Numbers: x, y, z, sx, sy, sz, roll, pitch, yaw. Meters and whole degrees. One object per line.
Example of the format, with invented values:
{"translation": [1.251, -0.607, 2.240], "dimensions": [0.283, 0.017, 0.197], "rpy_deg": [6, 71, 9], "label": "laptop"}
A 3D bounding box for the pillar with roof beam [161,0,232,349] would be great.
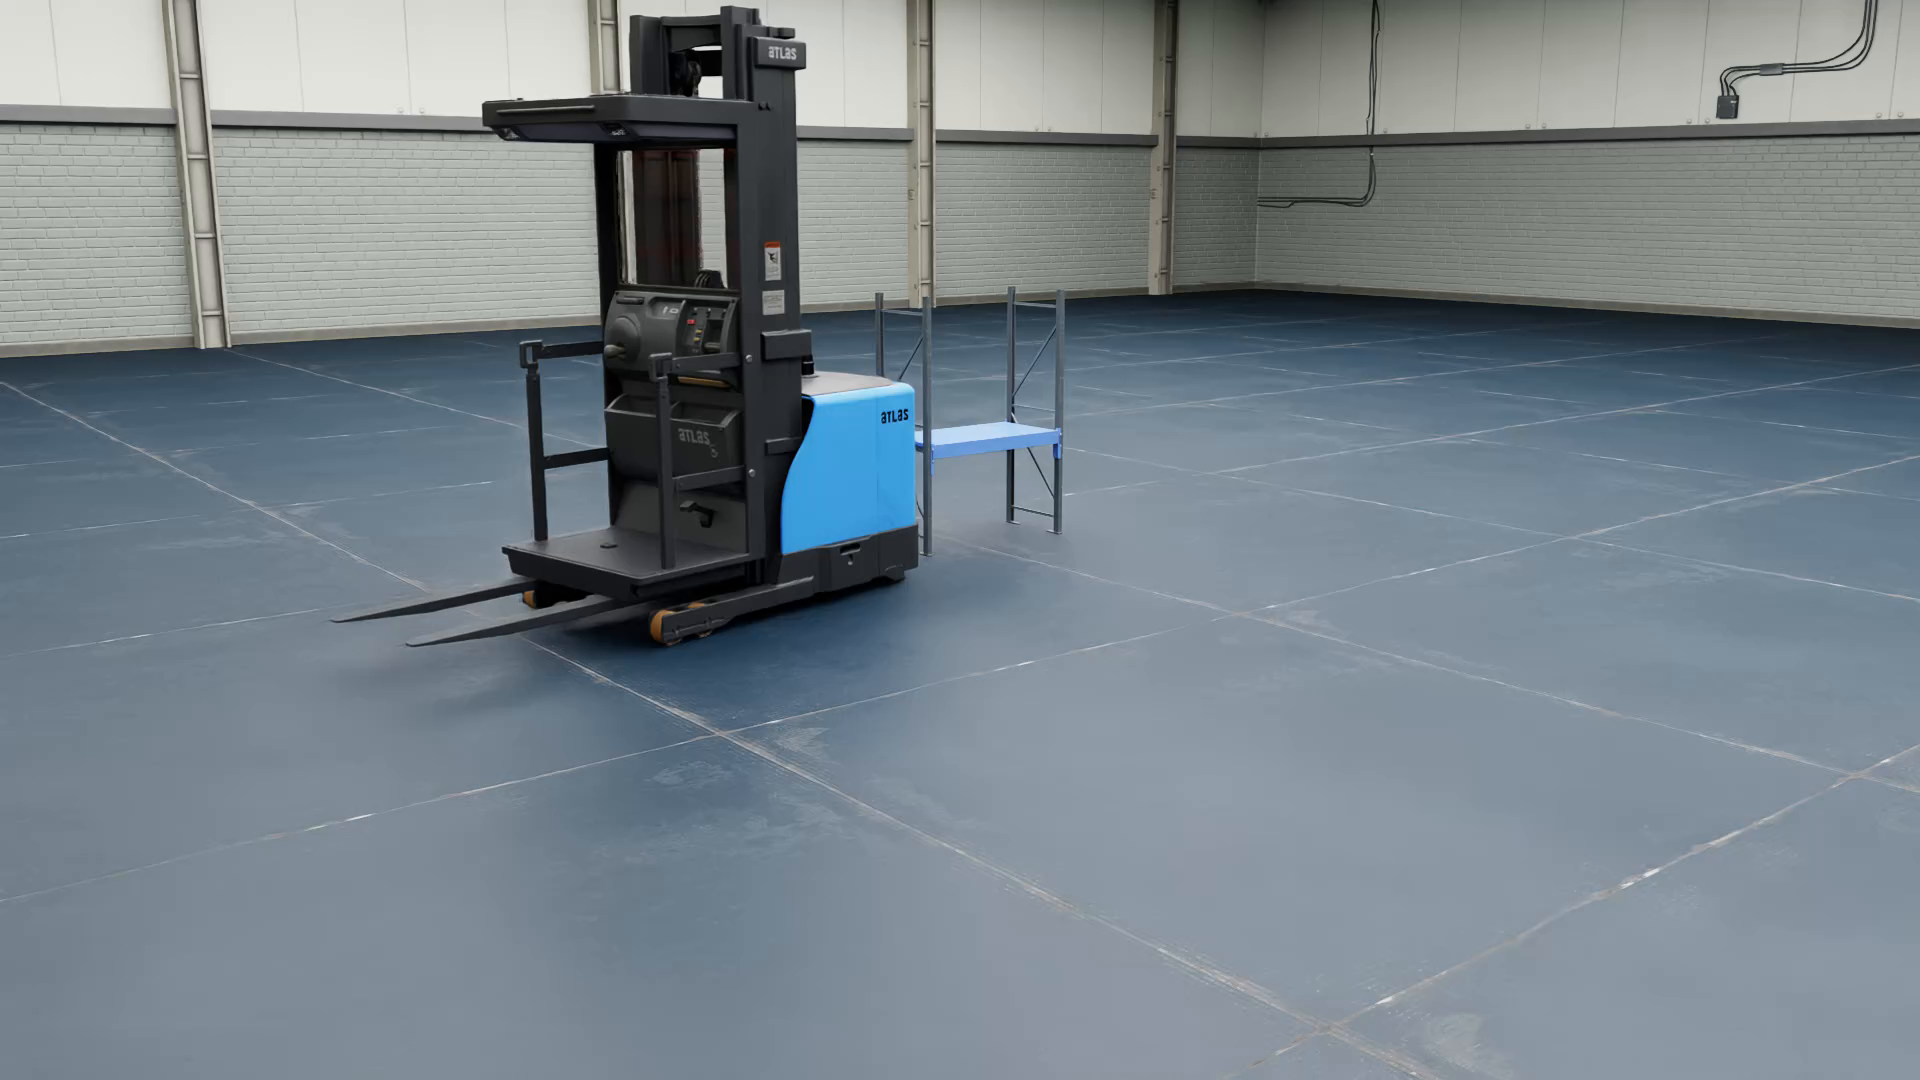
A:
{"translation": [-7.354, -6.300, 18.134], "dimensions": [0.400, 9.000, 9.100], "rpy_deg": [-9, 15, -38], "label": "pillar with roof beam"}

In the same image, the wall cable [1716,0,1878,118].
{"translation": [13.056, -9.624, 25.598], "dimensions": [0.169, 6.003, 2.305], "rpy_deg": [-9, 15, -38], "label": "wall cable"}

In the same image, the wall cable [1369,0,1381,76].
{"translation": [8.828, -10.015, 30.944], "dimensions": [0.112, 2.526, 3.097], "rpy_deg": [-9, 15, -38], "label": "wall cable"}

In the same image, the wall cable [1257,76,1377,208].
{"translation": [7.138, -7.983, 33.535], "dimensions": [0.112, 2.526, 3.097], "rpy_deg": [-9, 15, -38], "label": "wall cable"}

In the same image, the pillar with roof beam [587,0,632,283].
{"translation": [-2.669, -7.079, 21.801], "dimensions": [0.400, 9.000, 9.100], "rpy_deg": [-9, 15, -38], "label": "pillar with roof beam"}

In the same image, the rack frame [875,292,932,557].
{"translation": [-0.330, -0.679, 9.714], "dimensions": [0.032, 1.500, 0.500], "rpy_deg": [-9, 15, -38], "label": "rack frame"}

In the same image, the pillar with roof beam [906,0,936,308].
{"translation": [2.016, -7.857, 25.467], "dimensions": [0.400, 9.000, 9.100], "rpy_deg": [-9, 15, -38], "label": "pillar with roof beam"}

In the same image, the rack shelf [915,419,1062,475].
{"translation": [0.067, -0.569, 10.062], "dimensions": [1.000, 0.185, 0.538], "rpy_deg": [-9, 15, -38], "label": "rack shelf"}

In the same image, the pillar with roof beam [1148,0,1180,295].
{"translation": [6.701, -8.636, 29.134], "dimensions": [0.400, 9.000, 9.100], "rpy_deg": [-9, 15, -38], "label": "pillar with roof beam"}

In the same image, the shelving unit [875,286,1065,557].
{"translation": [0.067, -0.745, 10.025], "dimensions": [1.048, 1.500, 0.538], "rpy_deg": [-9, 15, -38], "label": "shelving unit"}

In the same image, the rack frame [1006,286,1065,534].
{"translation": [0.464, -0.811, 10.336], "dimensions": [0.032, 1.500, 0.500], "rpy_deg": [-9, 15, -38], "label": "rack frame"}

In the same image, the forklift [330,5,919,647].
{"translation": [-1.566, -1.057, 8.049], "dimensions": [1.130, 2.935, 3.031], "rpy_deg": [10, 16, 39], "label": "forklift"}
